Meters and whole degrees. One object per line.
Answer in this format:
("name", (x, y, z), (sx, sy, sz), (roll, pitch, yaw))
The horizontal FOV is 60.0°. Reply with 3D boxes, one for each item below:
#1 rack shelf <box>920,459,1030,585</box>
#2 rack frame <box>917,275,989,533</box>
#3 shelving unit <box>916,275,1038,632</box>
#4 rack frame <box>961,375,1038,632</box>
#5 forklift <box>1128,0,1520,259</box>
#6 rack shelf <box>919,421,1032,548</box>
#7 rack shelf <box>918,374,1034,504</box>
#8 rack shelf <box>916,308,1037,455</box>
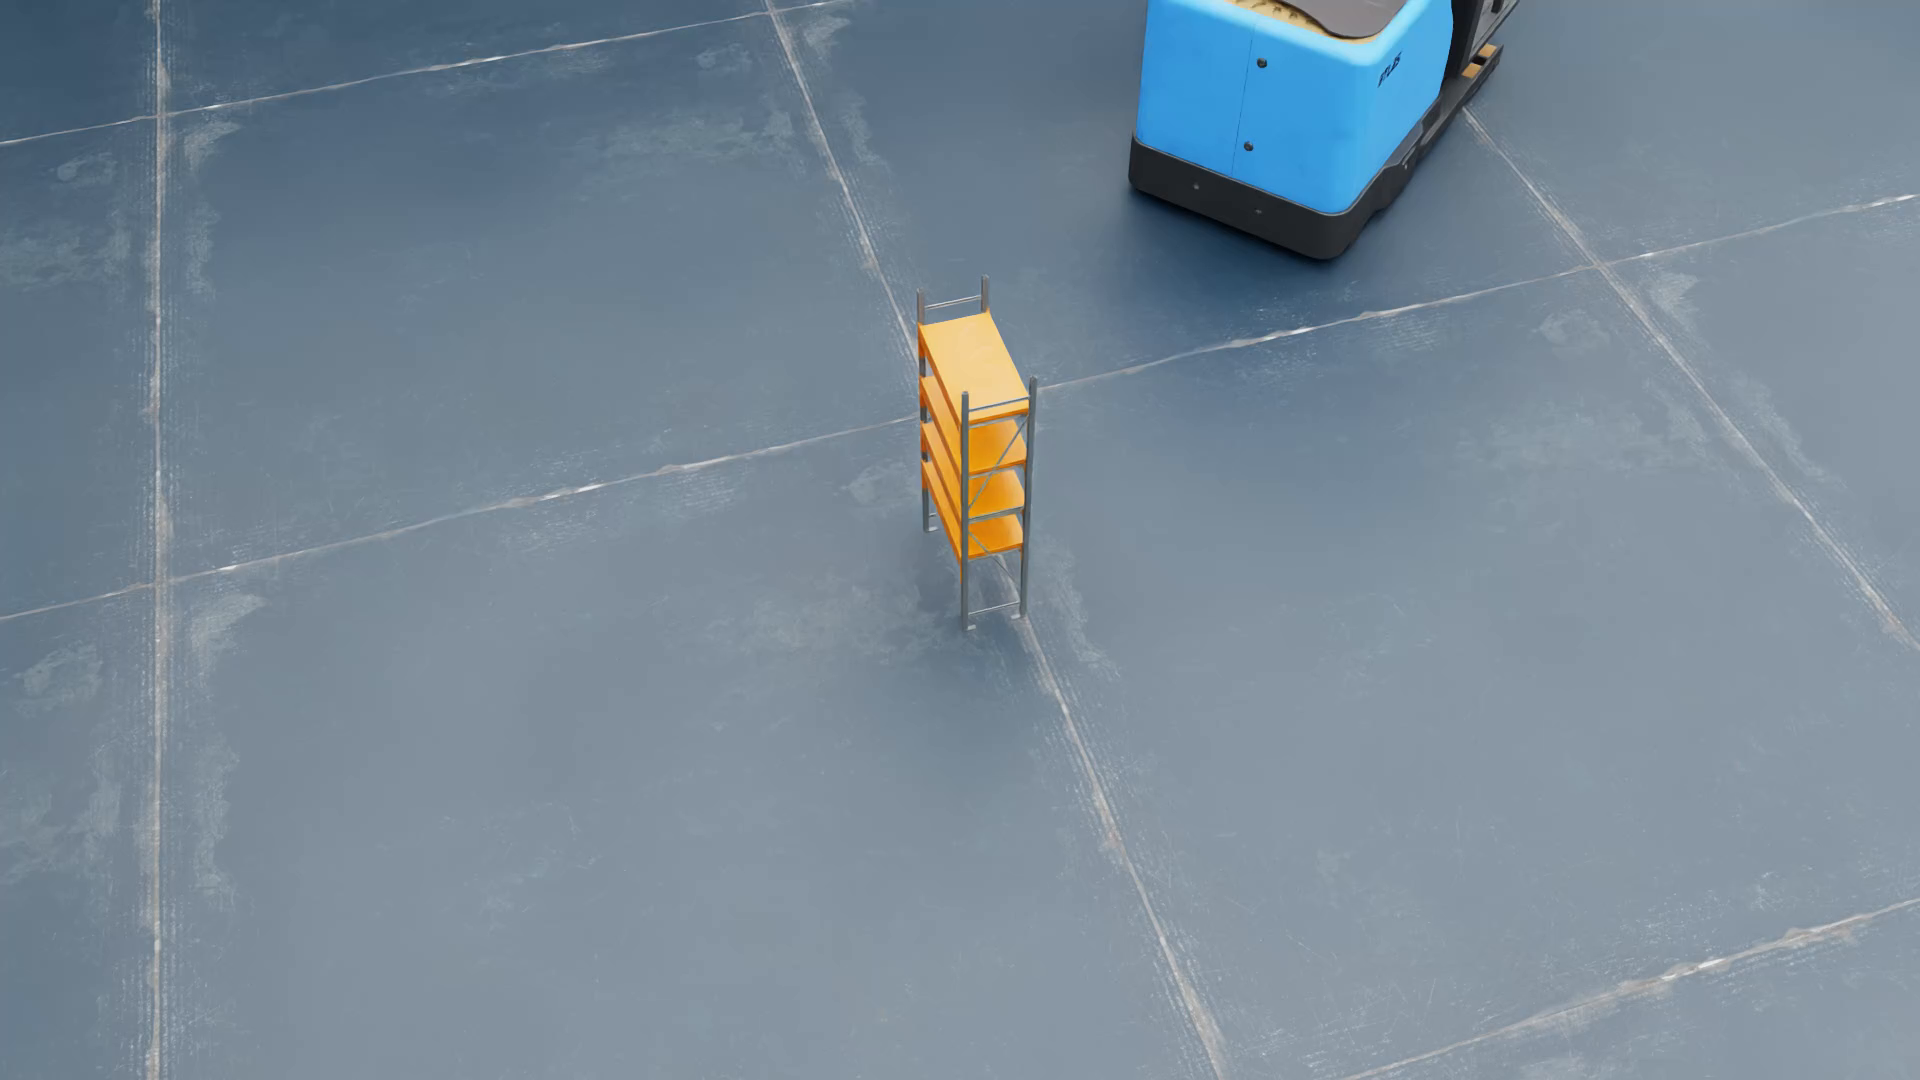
("rack shelf", (0.049, -0.094, 5.893), (0.258, 0.148, 0.480), (-13, 51, -11))
("rack frame", (-0.023, -0.444, 5.840), (0.240, 1.200, 0.015), (-13, 51, -11))
("shelving unit", (0.049, -0.266, 5.689), (0.258, 1.200, 0.503), (-13, 51, -11))
("rack frame", (0.121, -0.088, 5.539), (0.240, 1.200, 0.015), (-13, 51, -11))
("forklift", (1.991, -3.266, 7.086), (1.130, 2.935, 3.031), (27, 55, 21))
("rack shelf", (0.049, -0.222, 5.741), (0.258, 0.148, 0.480), (-13, 51, -11))
("rack shelf", (0.049, -0.367, 5.570), (0.258, 0.148, 0.480), (-13, 51, -11))
("rack shelf", (0.049, -0.519, 5.389), (0.258, 0.148, 0.480), (-13, 51, -11))
